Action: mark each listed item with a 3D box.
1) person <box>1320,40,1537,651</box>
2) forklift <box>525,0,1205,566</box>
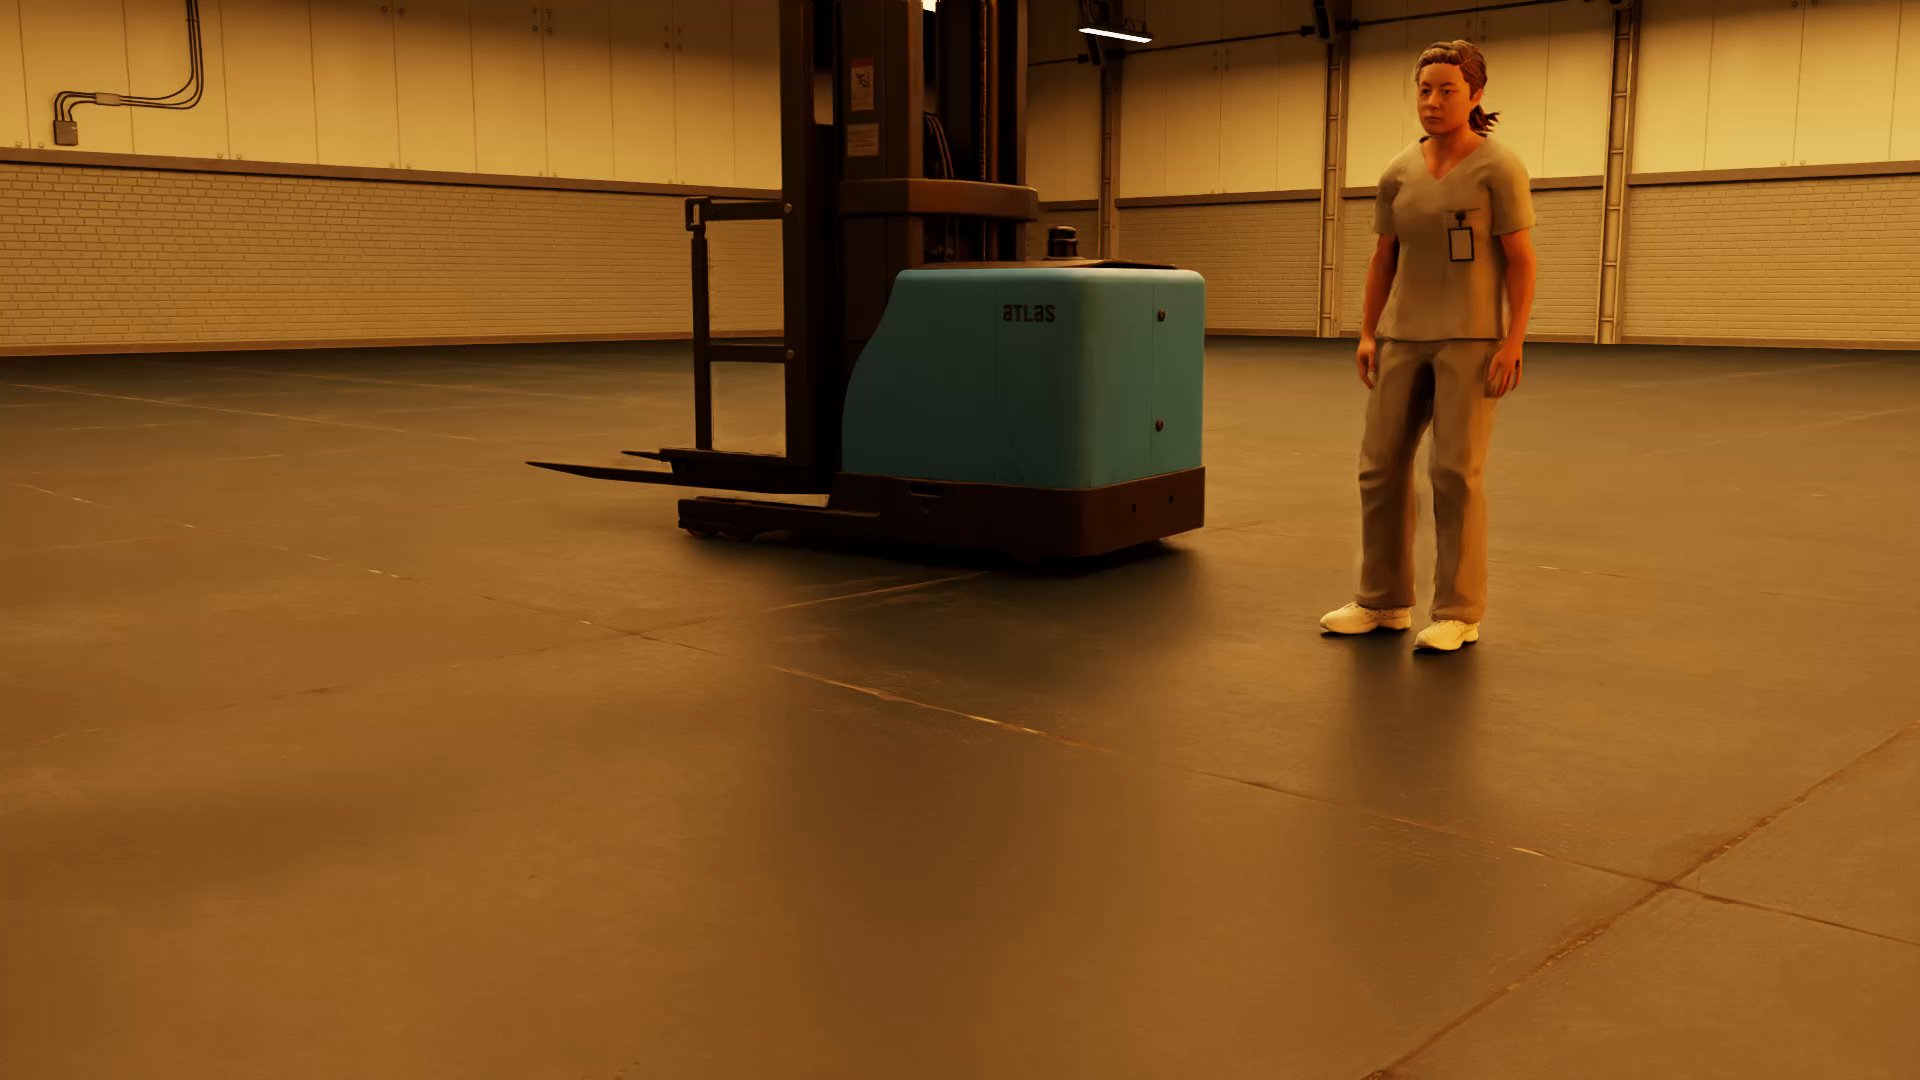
[{"bbox_3d":[1.327,-0.537,4.681,0.540,1.670,0.369,7,11,40],"label":"person"},{"bbox_3d":[-0.543,-1.500,6.837,3.031,2.935,1.130,6,10,33],"label":"forklift"}]
